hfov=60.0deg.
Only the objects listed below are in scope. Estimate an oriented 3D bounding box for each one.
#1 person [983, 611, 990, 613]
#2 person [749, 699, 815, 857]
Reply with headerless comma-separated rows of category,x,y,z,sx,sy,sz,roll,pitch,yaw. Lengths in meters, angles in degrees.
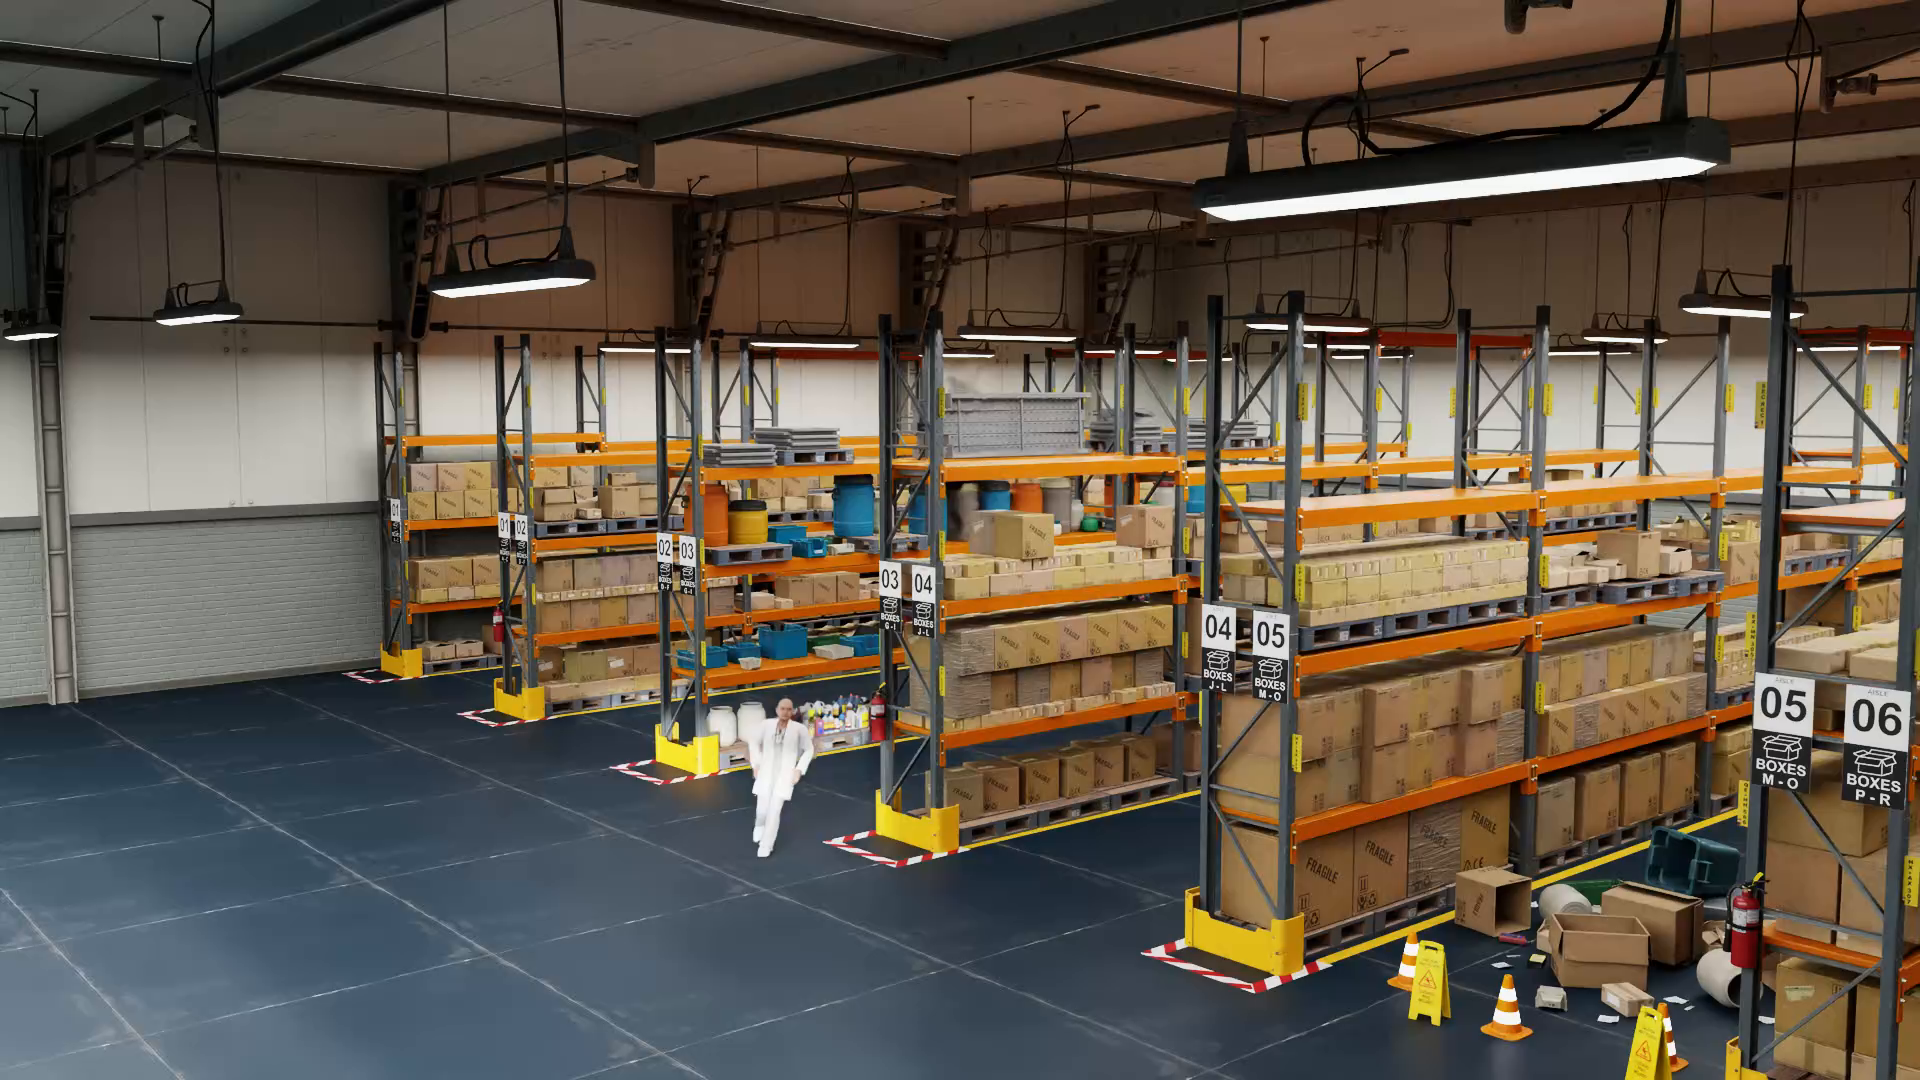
person,0.640,1.640,29.496,0.664,1.682,0.656,-5,7,-44
person,-1.989,2.618,18.565,0.740,1.728,0.656,0,5,0
